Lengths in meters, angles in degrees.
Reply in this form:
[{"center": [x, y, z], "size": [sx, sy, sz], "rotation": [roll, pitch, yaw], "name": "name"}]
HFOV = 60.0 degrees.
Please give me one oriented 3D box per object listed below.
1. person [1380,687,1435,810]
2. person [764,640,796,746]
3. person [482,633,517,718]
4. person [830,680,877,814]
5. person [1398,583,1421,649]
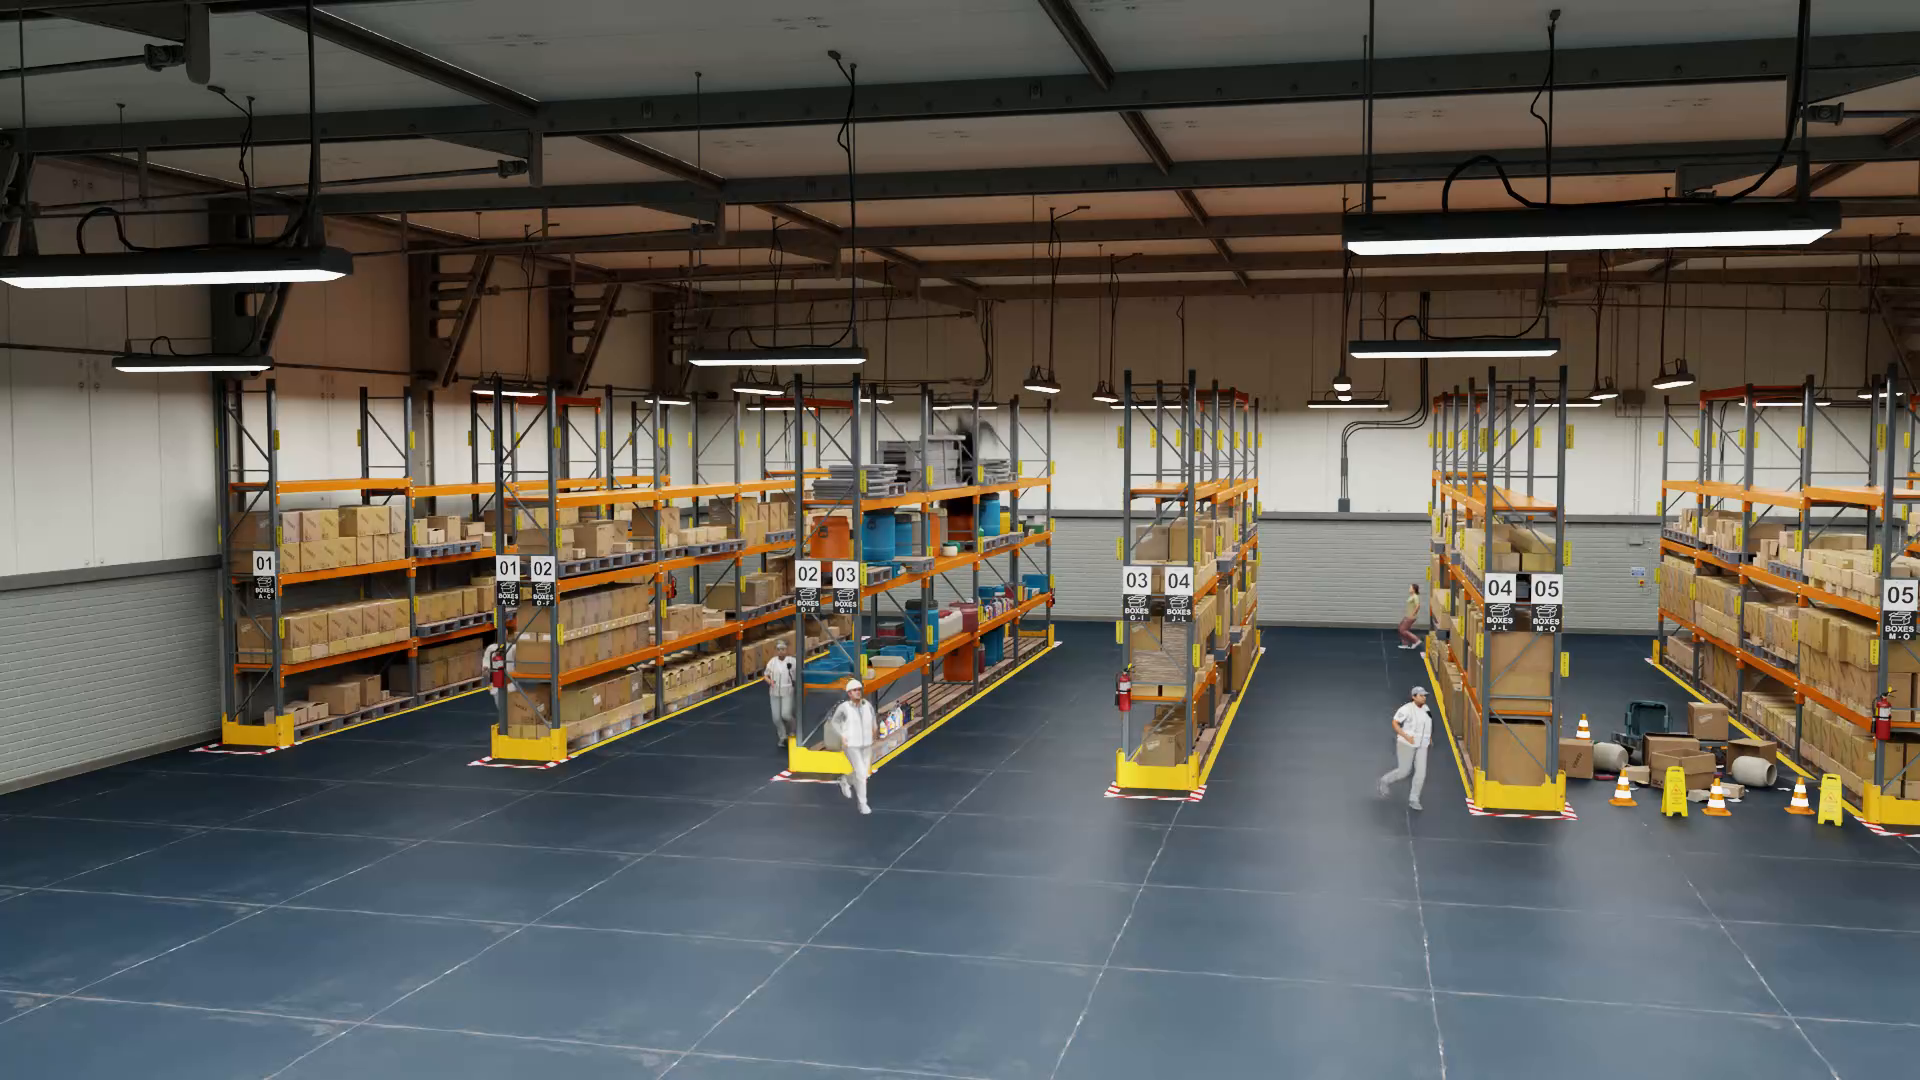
[{"center": [6.245, 2.824, 22.831], "size": [0.671, 1.620, 0.826], "rotation": [-1, 4, -21], "name": "person"}, {"center": [-2.893, 2.501, 27.077], "size": [0.651, 1.743, 0.605], "rotation": [1, 3, 10], "name": "person"}, {"center": [-7.888, 2.410, 28.569], "size": [0.717, 1.746, 0.654], "rotation": [1, 3, 9], "name": "person"}, {"center": [-1.413, 2.777, 22.587], "size": [0.656, 1.773, 0.806], "rotation": [-2, 4, -34], "name": "person"}, {"center": [10.734, 1.822, 39.646], "size": [0.533, 1.592, 0.601], "rotation": [1, 4, 16], "name": "person"}]
